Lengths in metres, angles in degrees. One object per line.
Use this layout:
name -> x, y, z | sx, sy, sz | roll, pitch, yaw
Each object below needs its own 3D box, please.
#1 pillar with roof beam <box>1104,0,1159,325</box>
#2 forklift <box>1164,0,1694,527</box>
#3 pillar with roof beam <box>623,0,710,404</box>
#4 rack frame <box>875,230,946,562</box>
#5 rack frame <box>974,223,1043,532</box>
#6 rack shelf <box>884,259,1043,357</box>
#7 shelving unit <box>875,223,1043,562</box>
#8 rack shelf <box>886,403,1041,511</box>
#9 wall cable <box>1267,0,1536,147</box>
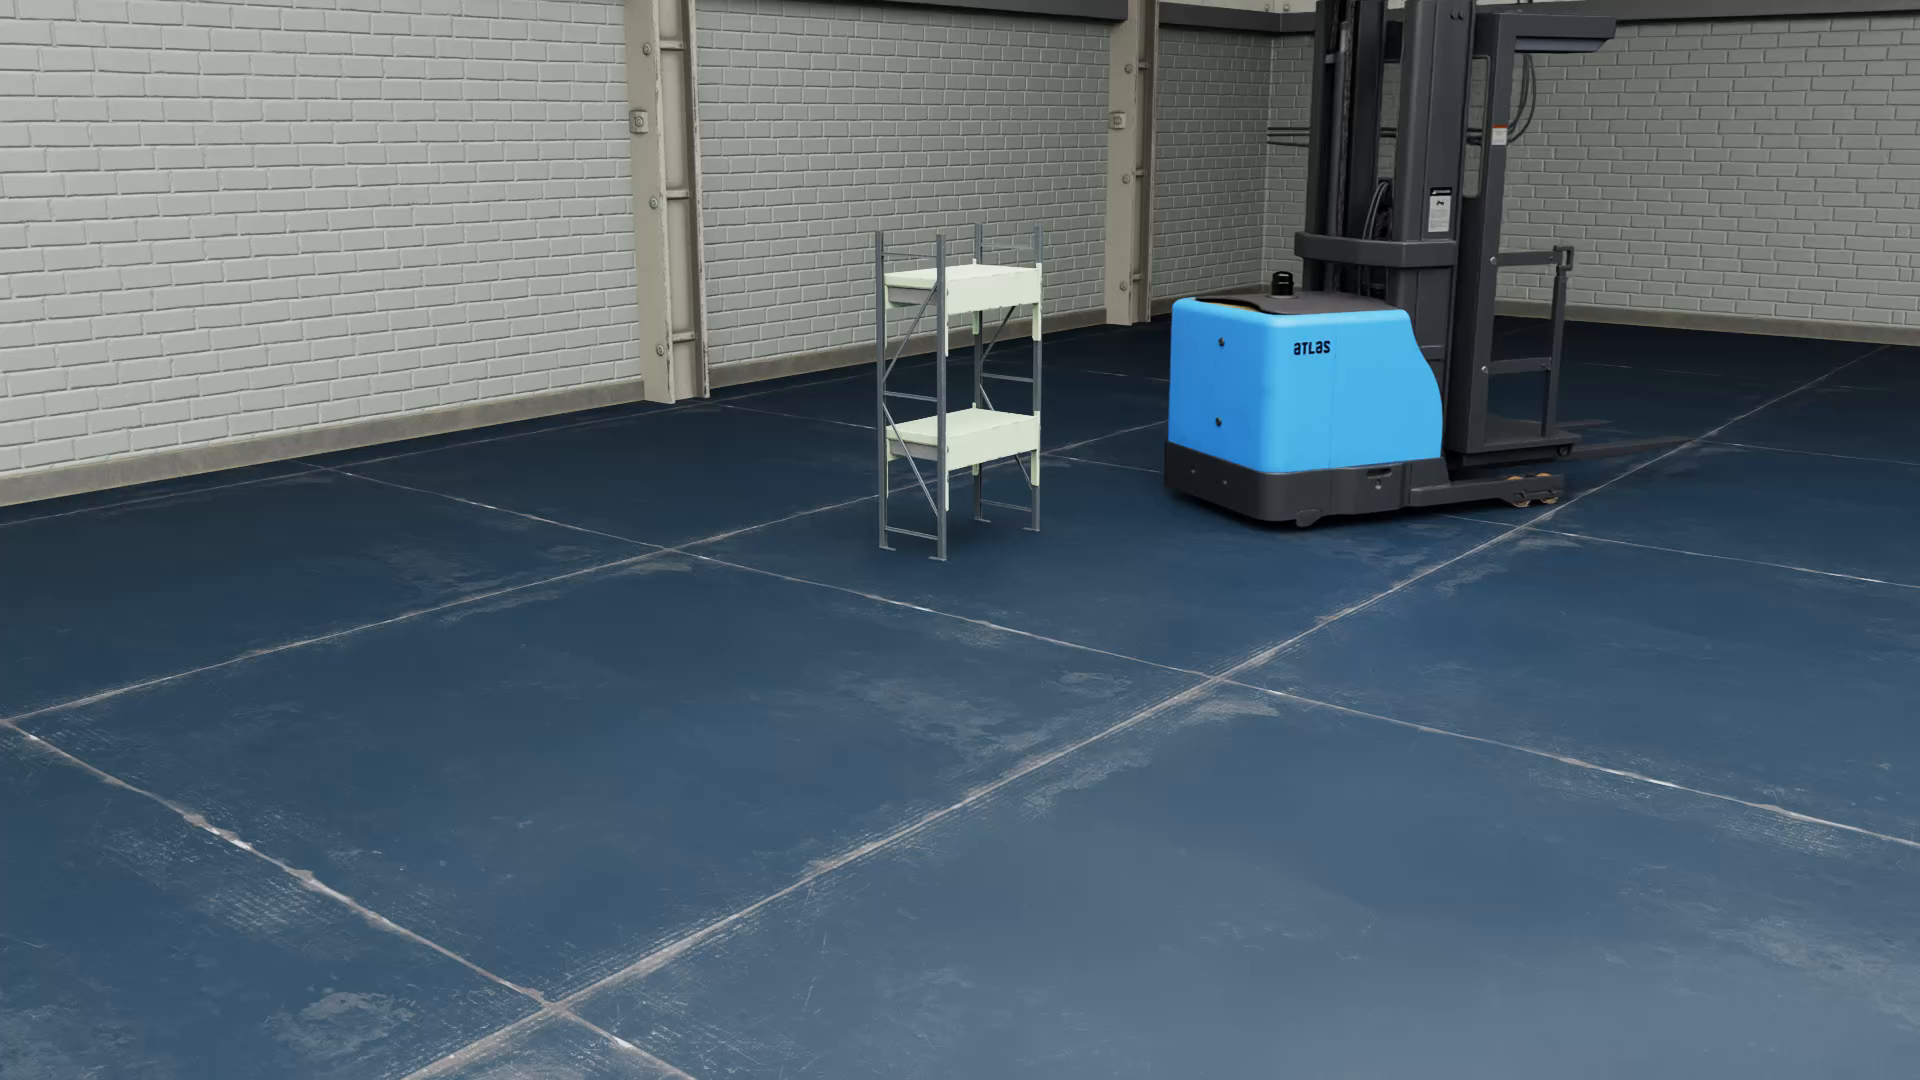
pillar with roof beam -> 5.033, -5.888, 13.023 | 9.100, 9.000, 0.400 | 11, 18, 38
forklift -> 2.669, -1.703, 8.875 | 3.031, 2.935, 1.130 | -6, 16, -23
pillar with roof beam -> 1.262, -4.739, 8.500 | 9.100, 9.000, 0.400 | 11, 18, 38
rack frame -> -0.226, -0.658, 7.667 | 0.400, 1.500, 0.023 | 11, 18, 38
rack frame -> 0.234, -0.798, 8.219 | 0.400, 1.500, 0.023 | 11, 18, 38
rack shelf -> 0.004, -1.106, 7.847 | 0.431, 0.370, 0.720 | 11, 18, 38
shelving unit -> 0.004, -0.728, 7.943 | 0.431, 1.500, 0.755 | 11, 18, 38
rack shelf -> 0.004, -0.412, 8.024 | 0.431, 0.370, 0.720 | 11, 18, 38
wall cable -> 4.564, -5.408, 17.443 | 3.097, 2.526, 0.112 | 11, 18, 38
